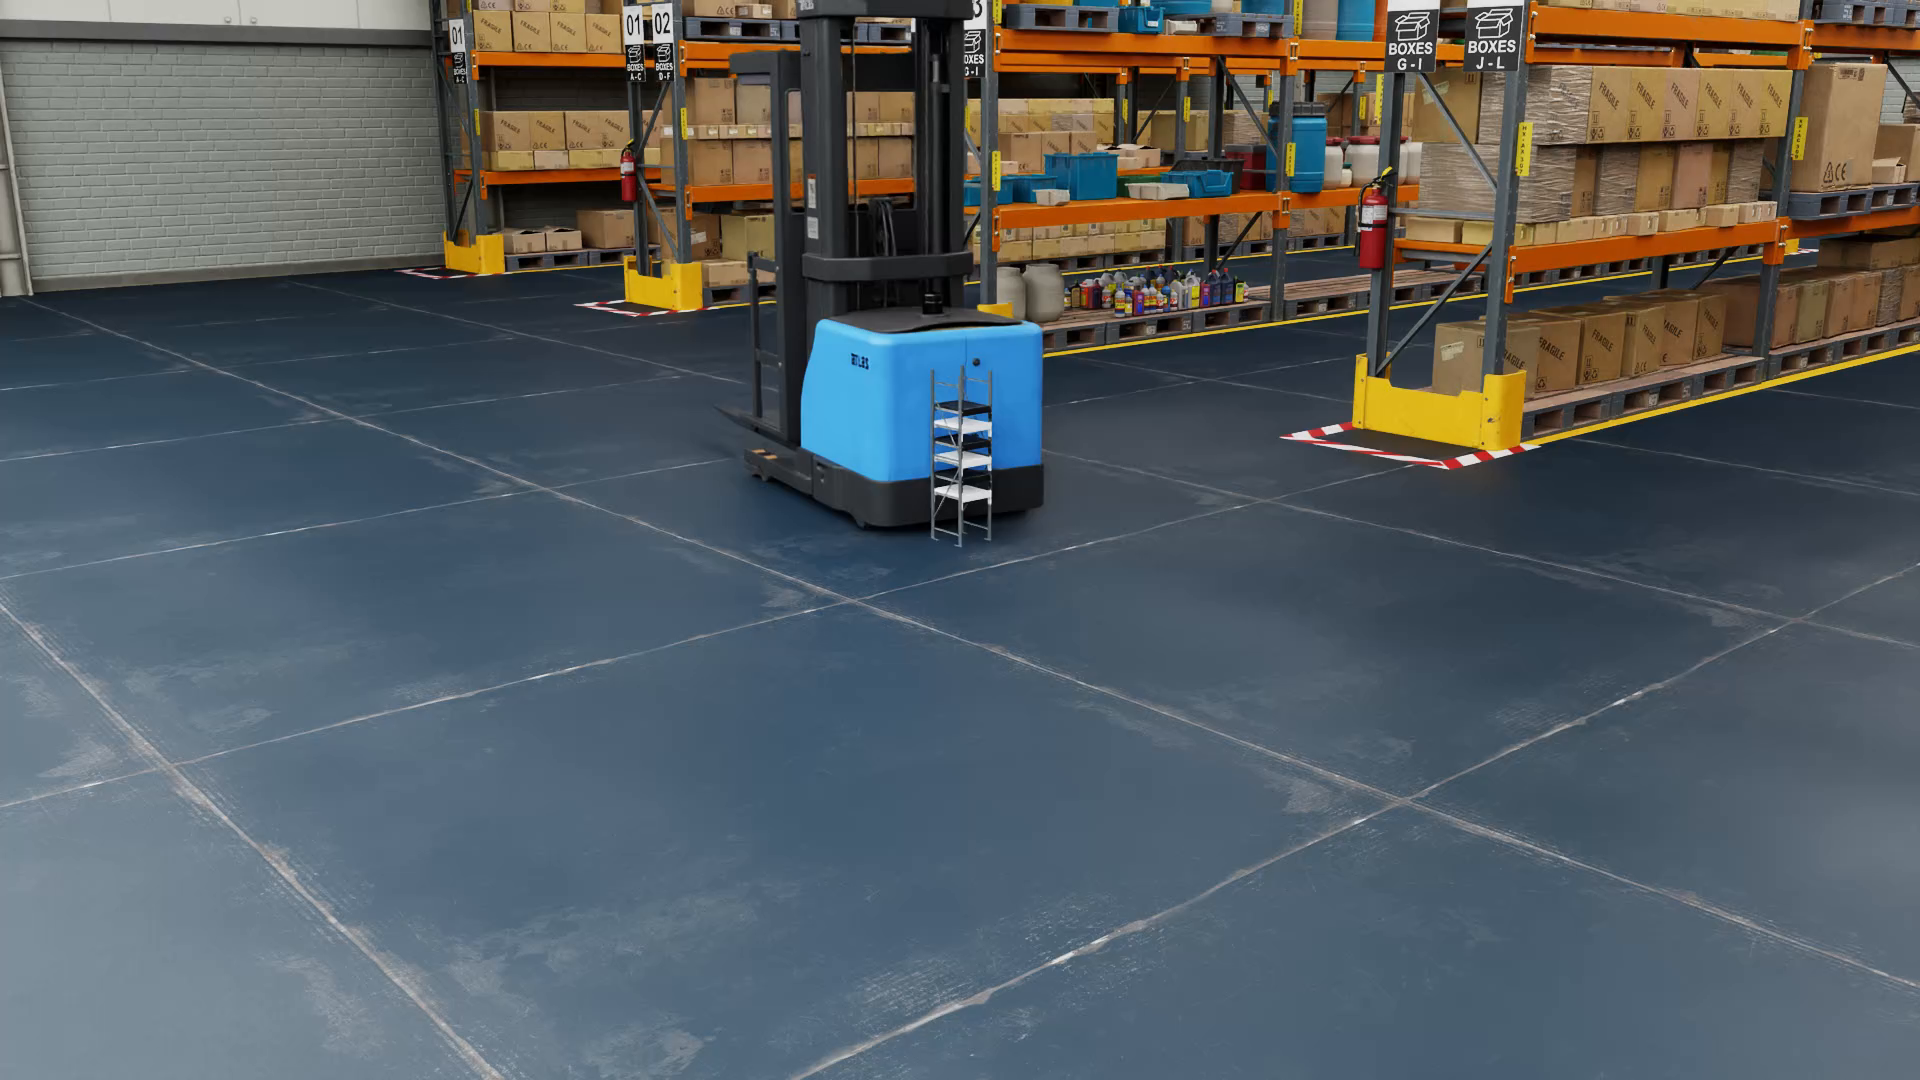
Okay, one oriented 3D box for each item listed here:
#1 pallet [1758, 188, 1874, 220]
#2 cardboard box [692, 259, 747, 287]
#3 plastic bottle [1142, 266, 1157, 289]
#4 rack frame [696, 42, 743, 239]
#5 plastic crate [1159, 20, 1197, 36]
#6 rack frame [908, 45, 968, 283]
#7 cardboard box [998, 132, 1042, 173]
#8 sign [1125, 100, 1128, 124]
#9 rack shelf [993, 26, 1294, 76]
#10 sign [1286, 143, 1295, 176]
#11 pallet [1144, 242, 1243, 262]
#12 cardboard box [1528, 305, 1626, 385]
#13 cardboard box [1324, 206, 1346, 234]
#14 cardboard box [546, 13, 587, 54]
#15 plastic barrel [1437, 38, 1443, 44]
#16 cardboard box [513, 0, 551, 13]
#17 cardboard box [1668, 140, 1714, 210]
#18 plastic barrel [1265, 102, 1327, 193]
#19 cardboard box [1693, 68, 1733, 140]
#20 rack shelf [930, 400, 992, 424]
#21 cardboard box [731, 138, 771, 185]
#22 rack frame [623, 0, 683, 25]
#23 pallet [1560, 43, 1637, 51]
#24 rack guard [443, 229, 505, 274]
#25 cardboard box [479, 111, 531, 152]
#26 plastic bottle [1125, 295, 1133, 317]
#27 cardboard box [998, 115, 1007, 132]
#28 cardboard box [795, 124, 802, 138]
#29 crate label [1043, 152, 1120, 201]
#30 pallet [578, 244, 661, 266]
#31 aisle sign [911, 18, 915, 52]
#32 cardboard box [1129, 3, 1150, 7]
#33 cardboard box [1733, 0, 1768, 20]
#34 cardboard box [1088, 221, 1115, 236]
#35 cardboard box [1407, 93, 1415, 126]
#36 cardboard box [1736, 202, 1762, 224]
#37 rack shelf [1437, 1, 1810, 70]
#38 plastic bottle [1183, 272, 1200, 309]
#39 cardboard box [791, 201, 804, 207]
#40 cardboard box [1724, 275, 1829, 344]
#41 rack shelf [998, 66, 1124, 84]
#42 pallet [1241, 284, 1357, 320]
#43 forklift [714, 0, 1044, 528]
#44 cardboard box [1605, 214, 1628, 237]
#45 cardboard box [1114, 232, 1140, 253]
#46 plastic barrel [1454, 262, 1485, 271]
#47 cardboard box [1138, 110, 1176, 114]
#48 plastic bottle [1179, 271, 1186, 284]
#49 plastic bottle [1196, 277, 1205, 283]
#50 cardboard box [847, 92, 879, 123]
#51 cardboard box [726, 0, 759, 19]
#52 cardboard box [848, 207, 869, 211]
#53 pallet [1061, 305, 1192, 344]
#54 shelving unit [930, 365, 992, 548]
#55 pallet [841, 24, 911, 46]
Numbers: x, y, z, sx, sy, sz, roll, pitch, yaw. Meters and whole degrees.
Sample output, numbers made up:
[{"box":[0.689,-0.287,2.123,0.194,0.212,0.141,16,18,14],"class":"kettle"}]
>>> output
[{"box":[6.892,-2.843,13.953,1.213,0.211,1.003,-13,19,-39],"class":"pallet"},{"box":[-2.747,-3.008,18.714,0.500,0.250,0.500,-13,19,-39],"class":"cardboard box"},{"box":[1.945,-2.644,17.116,0.185,0.351,0.144,-14,20,-42],"class":"plastic bottle"},{"box":[-3.534,-5.728,24.380,0.127,3.000,1.000,-13,19,-39],"class":"rack frame"},{"box":[2.024,-4.770,15.494,0.396,0.136,0.243,-13,19,-39],"class":"plastic crate"},{"box":[-0.280,-4.764,20.772,0.127,3.000,1.000,-13,19,-39],"class":"rack frame"},{"box":[0.708,-5.028,21.569,0.500,0.500,0.500,-11,18,-35],"class":"cardboard box"},{"box":[2.375,-6.067,23.559,0.005,0.325,0.100,-13,19,-39],"class":"sign"},{"box":[1.460,-4.562,15.597,4.000,0.370,1.077,-13,19,-39],"class":"rack shelf"},{"box":[3.322,-3.824,16.716,0.005,0.325,0.100,-13,19,-39],"class":"sign"},{"box":[3.326,-4.213,24.115,1.213,0.211,1.003,-13,19,-39],"class":"pallet"},{"box":[4.598,-1.465,12.453,0.500,0.500,0.500,-10,18,-34],"class":"cardboard box"},{"box":[5.571,-4.985,25.590,0.500,0.500,0.500,-13,20,-40],"class":"cardboard box"},{"box":[-5.318,-6.738,22.117,0.500,0.500,0.500,-12,19,-37],"class":"cardboard box"},{"box":[5.181,-5.598,18.351,0.301,0.262,0.301,0,15,0],"class":"plastic barrel"},{"box":[-5.690,-7.133,21.660,0.500,0.500,0.500,-13,20,-40],"class":"cardboard box"},{"box":[5.129,-2.780,12.576,0.500,0.500,0.875,-13,19,-39],"class":"cardboard box"},{"box":[3.459,-4.048,17.119,0.708,0.901,0.600,-13,19,-39],"class":"plastic barrel"},{"box":[5.307,-3.210,12.249,0.500,0.500,0.500,-13,19,-39],"class":"cardboard box"},{"box":[0.006,-0.665,8.577,0.200,0.077,0.258,-13,19,-39],"class":"rack shelf"},{"box":[-2.544,-4.301,18.846,0.500,0.500,0.700,-12,19,-38],"class":"cardboard box"},{"box":[-3.297,-6.985,17.461,0.127,3.000,1.000,-13,19,-39],"class":"rack frame"},{"box":[7.623,-6.168,20.581,1.213,0.211,1.003,-13,19,-39],"class":"pallet"},{"box":[-6.494,-3.855,22.214,0.348,0.500,1.175,-13,19,-39],"class":"rack guard"},{"box":[-5.994,-5.372,21.847,0.500,0.500,0.500,-13,19,-39],"class":"cardboard box"},{"box":[1.602,-2.246,15.916,0.097,0.201,0.097,0,15,0],"class":"plastic bottle"},{"box":[0.419,-6.726,27.310,0.500,0.500,0.500,-12,19,-38],"class":"cardboard box"},{"box":[-1.890,-4.691,19.049,0.250,0.149,0.380,-13,20,-40],"class":"cardboard box"},{"box":[1.163,-3.503,15.983,0.616,0.435,0.502,-13,19,-39],"class":"crate label"},{"box":[-4.938,-4.052,23.511,1.213,0.211,1.003,-13,19,-39],"class":"pallet"},{"box":[-0.298,-4.423,14.458,0.004,0.787,0.394,-13,19,-39],"class":"aisle sign"},{"box":[3.223,-9.139,29.170,0.500,0.500,0.500,-13,20,-40],"class":"cardboard box"},{"box":[5.647,-3.997,12.379,0.500,0.250,0.500,-12,19,-38],"class":"cardboard box"},{"box":[1.734,-4.276,22.373,0.500,0.311,0.500,-13,20,-40],"class":"cardboard box"},{"box":[7.073,-6.850,26.451,0.500,0.500,0.500,-13,20,-41],"class":"cardboard box"},{"box":[6.056,-2.579,13.080,0.250,0.149,0.380,-13,19,-39],"class":"cardboard box"},{"box":[4.712,-3.598,11.987,4.000,0.370,1.077,-13,19,-39],"class":"rack shelf"},{"box":[2.284,-2.479,16.500,0.185,0.351,0.144,-13,20,-40],"class":"plastic bottle"},{"box":[-2.633,-4.958,25.489,0.500,0.500,0.700,-13,20,-40],"class":"cardboard box"},{"box":[7.070,-2.017,14.478,0.500,0.500,0.700,-13,20,-40],"class":"cardboard box"},{"box":[0.992,-7.846,27.891,4.000,0.370,1.077,-13,19,-39],"class":"rack shelf"},{"box":[3.536,-2.592,18.046,1.213,0.211,1.003,-13,19,-39],"class":"pallet"},{"box":[-0.672,-1.814,9.862,1.130,2.935,3.031,-8,17,-27],"class":"forklift"},{"box":[4.513,-2.251,11.850,0.250,0.149,0.380,-13,19,-39],"class":"cardboard box"},{"box":[2.115,-4.091,22.769,0.500,0.250,0.500,-13,20,-40],"class":"cardboard box"},{"box":[6.344,-3.717,20.245,0.708,0.830,0.600,-13,19,-39],"class":"plastic barrel"},{"box":[3.475,-7.439,30.206,0.700,0.700,0.980,-13,20,-41],"class":"cardboard box"},{"box":[2.285,-2.650,17.269,0.133,0.283,0.061,-13,19,-39],"class":"plastic bottle"},{"box":[2.412,-2.522,16.806,0.135,0.276,0.152,-13,19,-39],"class":"plastic bottle"},{"box":[-1.369,-5.192,19.667,0.500,0.500,0.700,-13,20,-39],"class":"cardboard box"},{"box":[-2.602,-5.980,18.718,0.500,0.250,0.500,-13,19,-39],"class":"cardboard box"},{"box":[-1.246,-3.712,19.894,0.500,0.500,0.500,-13,19,-39],"class":"cardboard box"},{"box":[1.514,-2.138,16.346,1.213,0.211,1.003,-13,19,-39],"class":"pallet"},{"box":[0.007,-0.436,8.638,0.210,0.900,0.258,-13,19,-39],"class":"shelving unit"},{"box":[-0.906,-6.021,19.837,1.213,0.211,1.003,-13,19,-39],"class":"pallet"}]
